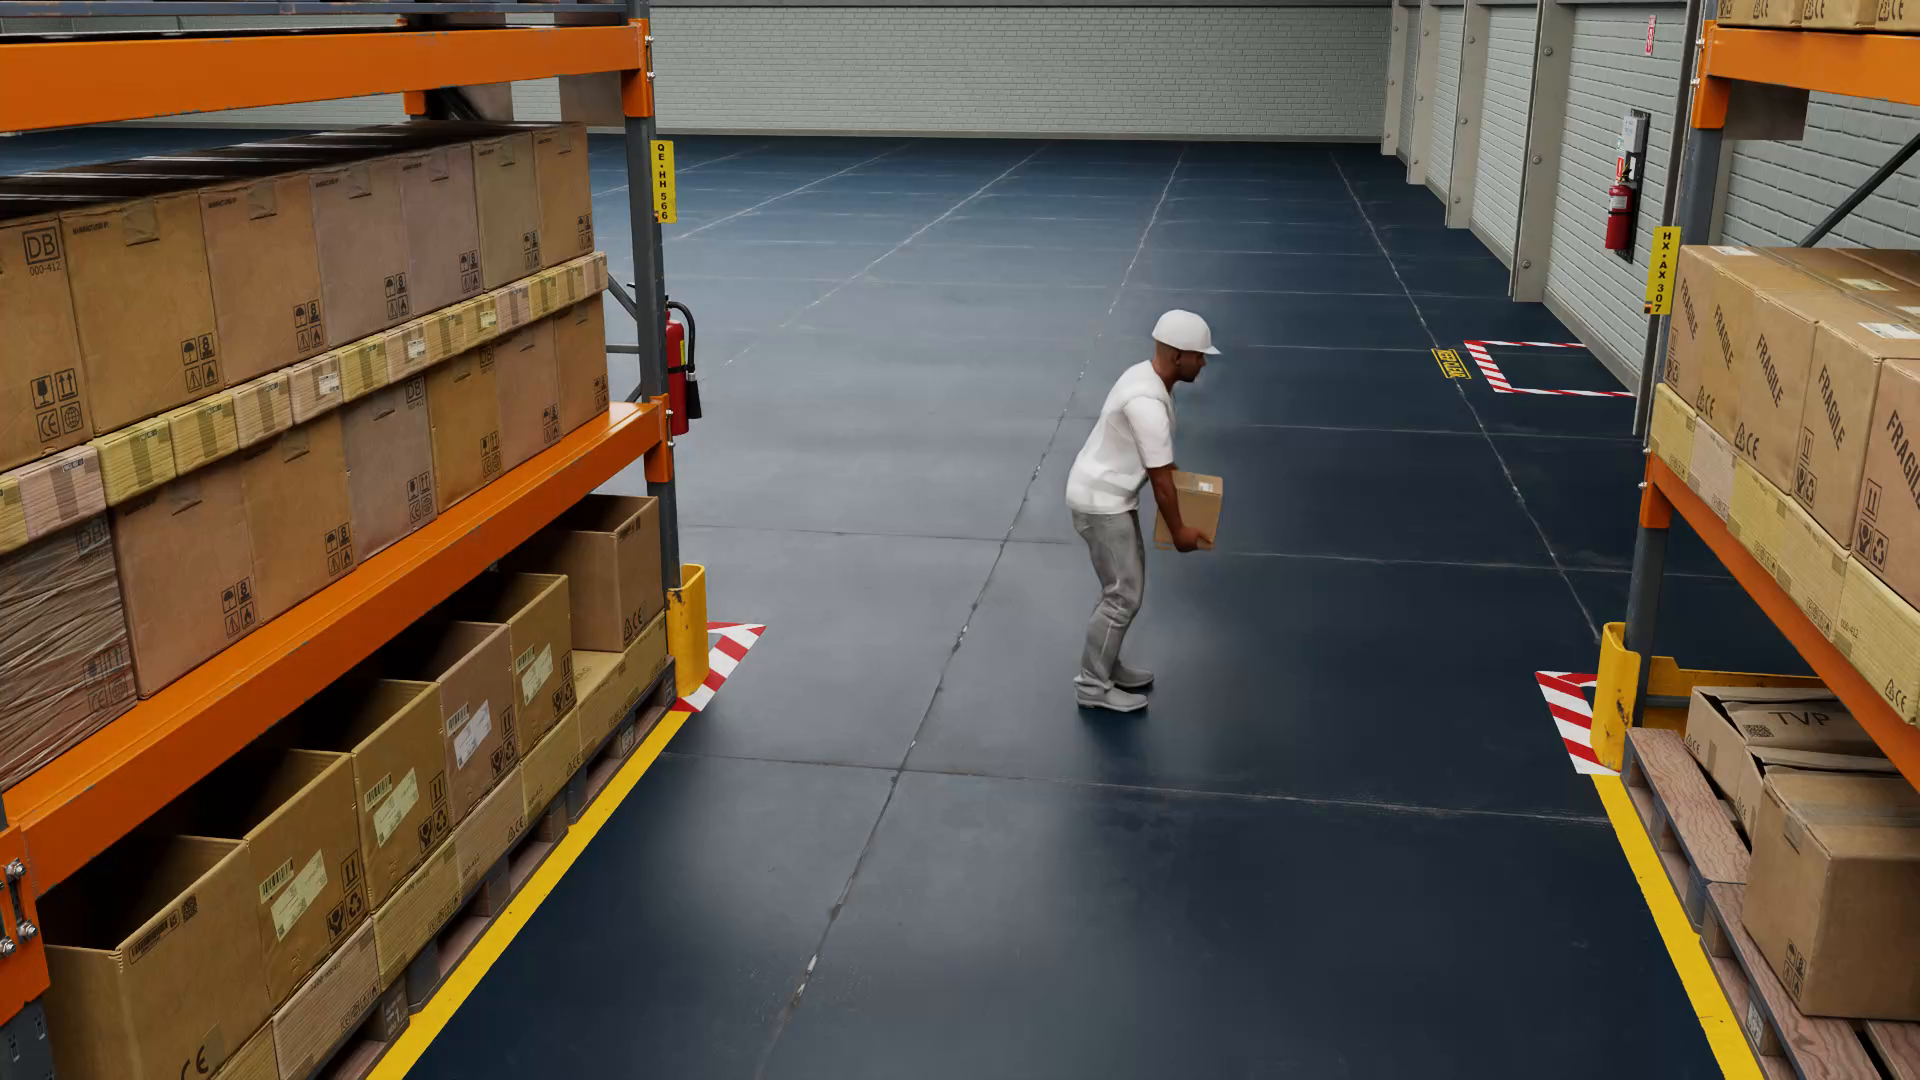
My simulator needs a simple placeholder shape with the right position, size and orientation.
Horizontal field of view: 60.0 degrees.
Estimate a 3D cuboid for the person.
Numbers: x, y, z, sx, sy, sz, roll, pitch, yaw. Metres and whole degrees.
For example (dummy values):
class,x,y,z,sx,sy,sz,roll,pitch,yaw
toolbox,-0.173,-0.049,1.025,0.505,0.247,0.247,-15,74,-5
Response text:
class,x,y,z,sx,sy,sz,roll,pitch,yaw
person,0.757,-0.132,7.035,0.622,1.697,0.495,2,18,8
